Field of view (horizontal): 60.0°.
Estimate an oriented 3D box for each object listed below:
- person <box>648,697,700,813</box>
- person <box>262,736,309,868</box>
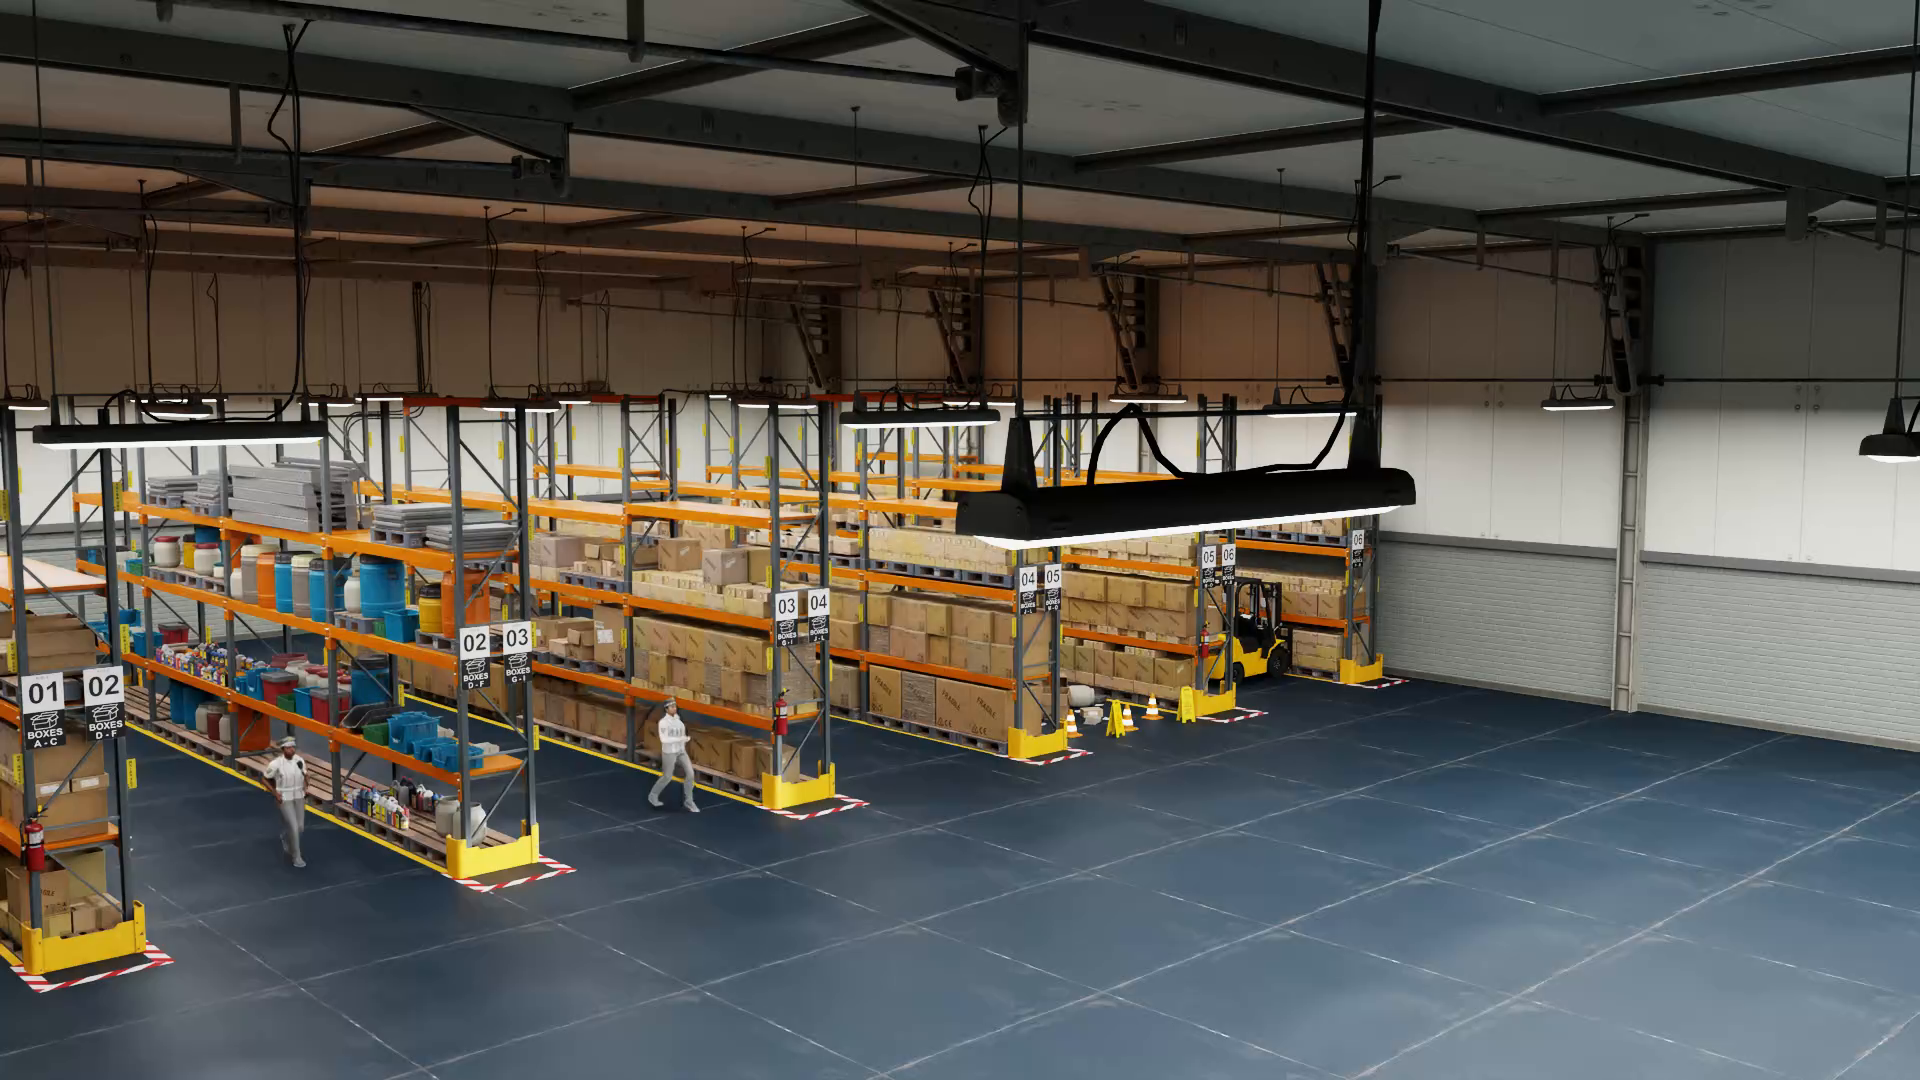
[{"bbox_3d":[-4.205,3.144,24.429,0.831,1.727,0.621,3,6,29],"label":"person"},{"bbox_3d":[-8.805,3.394,21.779,0.727,1.695,0.585,5,7,41],"label":"person"}]
